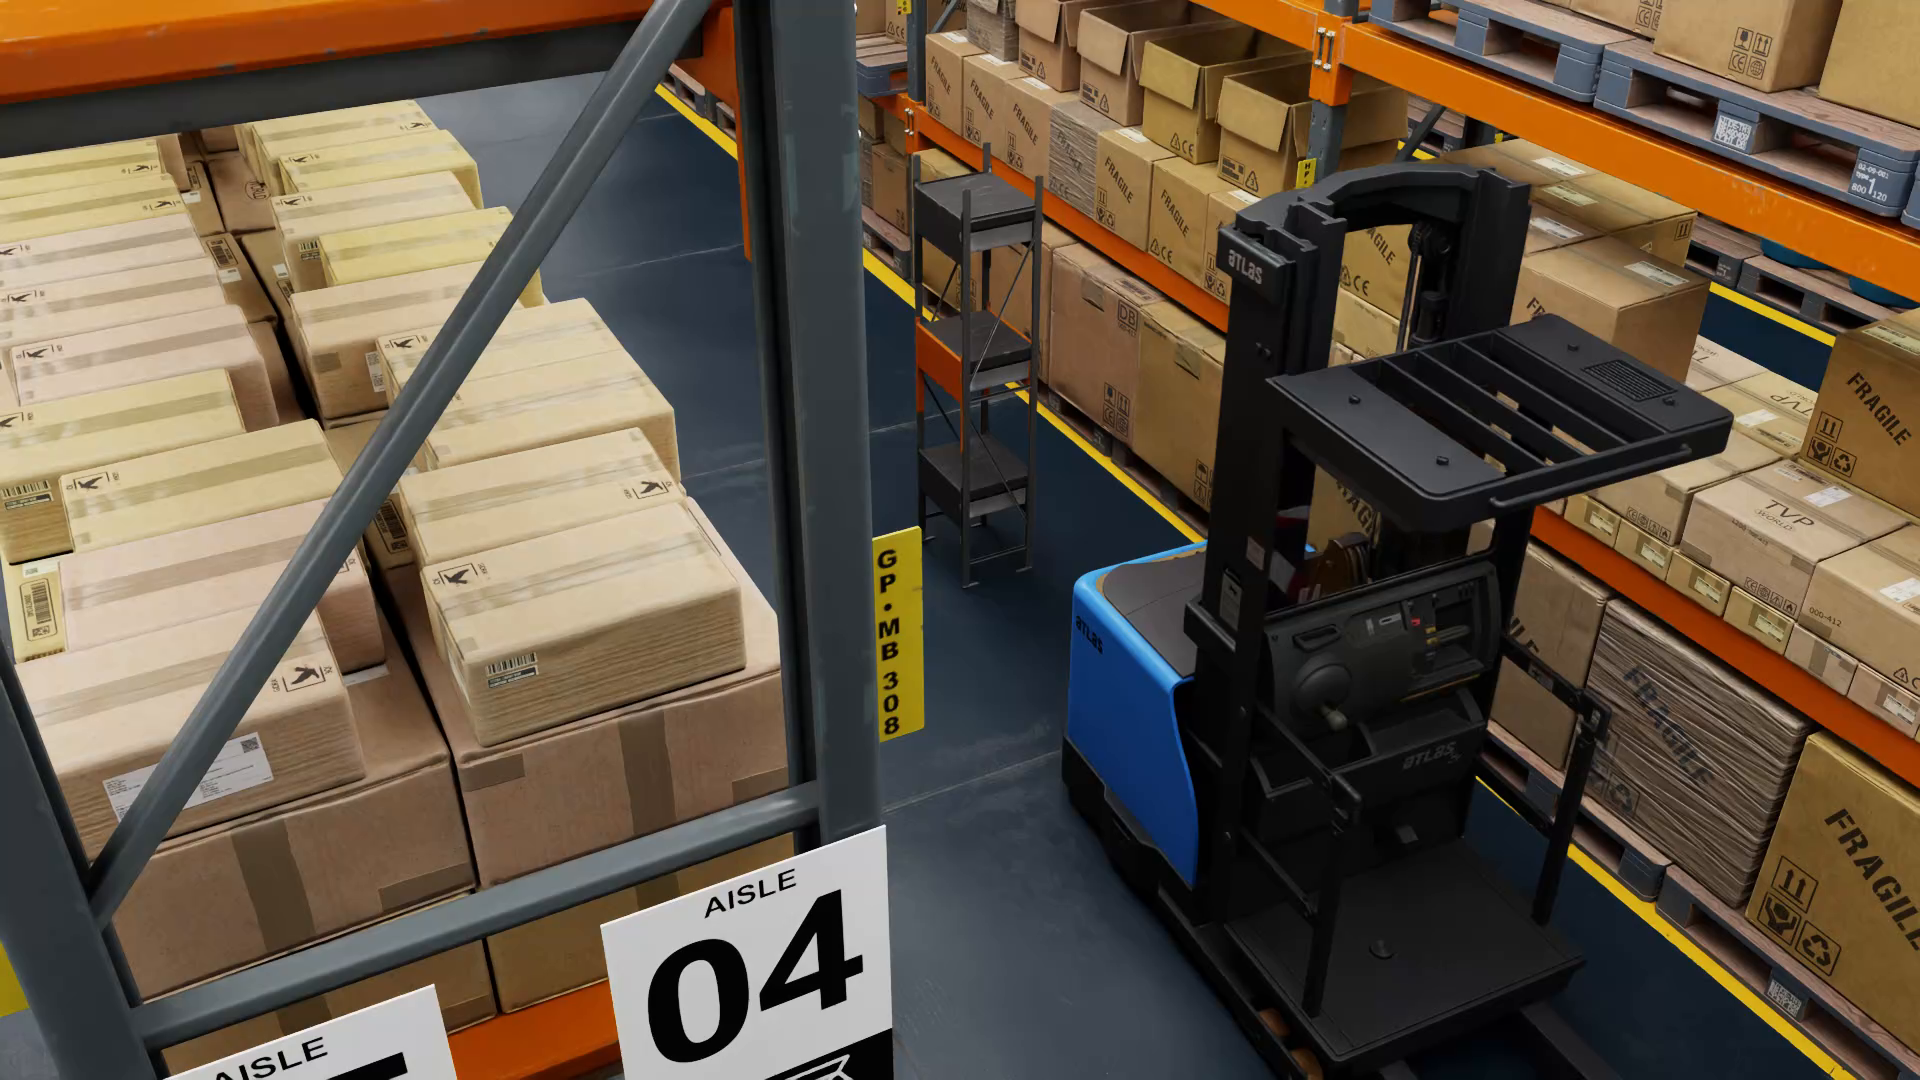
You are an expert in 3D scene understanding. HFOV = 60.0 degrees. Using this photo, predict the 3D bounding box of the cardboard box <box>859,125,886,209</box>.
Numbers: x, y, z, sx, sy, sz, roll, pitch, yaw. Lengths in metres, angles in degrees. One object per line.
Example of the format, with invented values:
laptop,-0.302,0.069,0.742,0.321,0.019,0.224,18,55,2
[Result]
cardboard box,-0.469,-2.826,12.291,0.700,0.500,0.500,-19,37,-27

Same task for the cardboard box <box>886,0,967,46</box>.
cardboard box,-0.156,-3.584,11.082,0.500,0.500,0.500,-21,38,-29

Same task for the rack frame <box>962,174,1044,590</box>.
rack frame,0.191,-0.689,7.879,0.400,2.100,0.015,-16,36,-23

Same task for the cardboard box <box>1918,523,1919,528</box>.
cardboard box,3.628,0.095,5.685,0.500,0.250,0.500,-16,36,-24

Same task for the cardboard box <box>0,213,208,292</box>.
cardboard box,-1.687,-0.503,3.280,0.380,0.149,0.250,-17,36,-24

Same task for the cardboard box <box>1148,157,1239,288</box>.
cardboard box,1.312,-1.643,8.441,0.500,0.500,0.500,-15,35,-22

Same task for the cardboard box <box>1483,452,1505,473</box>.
cardboard box,2.329,-0.380,6.795,0.380,0.149,0.250,-16,36,-24

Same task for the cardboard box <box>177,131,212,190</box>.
cardboard box,-2.199,-0.891,4.254,0.500,0.250,0.500,-16,36,-23

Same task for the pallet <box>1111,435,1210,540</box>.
pallet,1.570,-0.384,9.153,1.003,0.211,1.213,-16,36,-23

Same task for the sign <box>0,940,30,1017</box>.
sign,-1.074,0.394,1.753,0.100,0.325,0.005,-16,36,-23

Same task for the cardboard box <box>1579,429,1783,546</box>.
cardboard box,2.680,-0.259,6.237,0.500,0.250,0.500,-16,36,-23

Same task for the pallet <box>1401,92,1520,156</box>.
pallet,4.186,-3.569,14.124,1.003,0.211,1.213,-16,36,-23

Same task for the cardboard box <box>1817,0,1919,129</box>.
cardboard box,3.131,-1.592,5.099,0.700,0.500,0.500,-18,37,-26

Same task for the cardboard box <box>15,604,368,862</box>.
cardboard box,-0.989,0.237,2.126,0.380,0.149,0.250,-16,36,-24

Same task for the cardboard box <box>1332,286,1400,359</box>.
cardboard box,1.983,-0.981,7.363,0.500,0.250,0.500,-17,36,-24

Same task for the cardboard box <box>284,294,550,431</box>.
cardboard box,-1.018,-0.279,3.299,0.500,0.250,0.500,-15,36,-23

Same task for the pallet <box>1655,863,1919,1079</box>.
pallet,3.419,1.513,6.193,1.003,0.211,1.213,-16,36,-23

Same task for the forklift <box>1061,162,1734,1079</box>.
forklift,1.513,0.417,5.383,1.130,2.935,3.031,-14,35,-21

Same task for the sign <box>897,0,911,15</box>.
sign,-0.345,-3.431,10.324,0.100,0.325,0.005,-16,36,-23

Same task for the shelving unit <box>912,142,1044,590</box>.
shelving unit,0.077,-0.805,8.060,0.431,2.100,0.503,-16,36,-23

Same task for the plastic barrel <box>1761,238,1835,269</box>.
plastic barrel,5.809,-2.350,11.193,0.600,0.901,0.708,-16,36,-23

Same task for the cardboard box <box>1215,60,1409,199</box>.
cardboard box,1.691,-1.976,8.031,0.797,0.503,0.637,-17,36,-24

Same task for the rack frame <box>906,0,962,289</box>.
rack frame,0.131,-3.118,10.835,1.000,3.000,0.127,-16,36,-23

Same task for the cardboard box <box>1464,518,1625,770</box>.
cardboard box,2.653,0.274,7.122,0.875,0.875,0.875,-16,36,-23

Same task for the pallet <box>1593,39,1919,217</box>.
pallet,2.933,-1.460,5.550,1.003,0.211,1.213,-16,36,-23

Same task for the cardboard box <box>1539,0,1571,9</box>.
cardboard box,2.414,-2.374,6.320,0.700,0.500,0.500,-18,37,-26

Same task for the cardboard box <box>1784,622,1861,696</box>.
cardboard box,3.049,0.355,5.648,0.380,0.149,0.250,-15,36,-22

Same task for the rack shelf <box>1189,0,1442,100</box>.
rack shelf,1.063,-3.123,8.731,1.077,0.370,4.000,-16,36,-23

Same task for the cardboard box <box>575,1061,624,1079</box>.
cardboard box,-0.548,1.030,3.066,0.500,0.500,0.500,-16,36,-23

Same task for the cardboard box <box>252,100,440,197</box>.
cardboard box,-1.425,-0.896,3.894,0.380,0.149,0.250,-16,36,-23

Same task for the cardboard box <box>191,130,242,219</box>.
cardboard box,-1.767,-1.012,4.444,0.500,0.250,0.500,-17,37,-25

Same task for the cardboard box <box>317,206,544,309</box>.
cardboard box,-1.054,-0.527,3.317,0.380,0.149,0.250,-15,35,-22

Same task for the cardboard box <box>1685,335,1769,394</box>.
cardboard box,2.916,-0.636,6.826,0.500,0.250,0.500,-15,36,-22

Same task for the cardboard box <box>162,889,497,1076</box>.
cardboard box,-1.020,0.549,2.471,0.500,0.250,0.500,-17,36,-24

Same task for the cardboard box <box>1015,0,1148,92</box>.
cardboard box,0.759,-2.917,9.500,0.797,0.503,0.637,-15,36,-22

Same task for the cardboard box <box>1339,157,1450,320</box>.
cardboard box,1.993,-1.294,7.157,0.500,0.500,0.500,-16,36,-23

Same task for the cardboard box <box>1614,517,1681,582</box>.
cardboard box,2.691,-0.011,6.219,0.380,0.149,0.250,-15,36,-22

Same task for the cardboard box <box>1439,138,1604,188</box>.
cardboard box,2.447,-1.434,7.376,0.500,0.500,0.500,-15,36,-22

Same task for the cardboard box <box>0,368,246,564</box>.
cardboard box,-1.357,-0.127,2.693,0.380,0.149,0.250,-15,36,-22

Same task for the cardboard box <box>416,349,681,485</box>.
cardboard box,-0.689,-0.165,2.752,0.380,0.149,0.250,-16,36,-23

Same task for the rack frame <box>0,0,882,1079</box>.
rack frame,-0.574,-0.626,1.386,1.000,3.000,0.127,-16,36,-23

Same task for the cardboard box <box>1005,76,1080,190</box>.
cardboard box,0.601,-2.370,9.576,0.500,0.500,0.500,-17,36,-24

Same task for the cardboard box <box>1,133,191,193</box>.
cardboard box,-2.034,-0.890,3.884,0.380,0.149,0.250,-17,36,-25

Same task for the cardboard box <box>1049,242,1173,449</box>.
cardboard box,1.262,-1.217,9.450,1.225,0.875,0.875,-17,36,-25

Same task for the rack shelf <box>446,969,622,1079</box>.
rack shelf,-1.507,-0.015,3.879,1.077,0.370,4.000,-16,36,-23

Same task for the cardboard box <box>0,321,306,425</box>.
cardboard box,-1.490,-0.155,3.107,0.500,0.250,0.500,-15,36,-22

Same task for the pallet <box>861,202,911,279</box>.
pallet,-0.232,-2.317,12.170,1.003,0.211,1.213,-16,36,-23

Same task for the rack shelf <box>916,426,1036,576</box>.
rack shelf,0.077,-0.204,8.445,0.431,0.518,0.480,-16,36,-23
